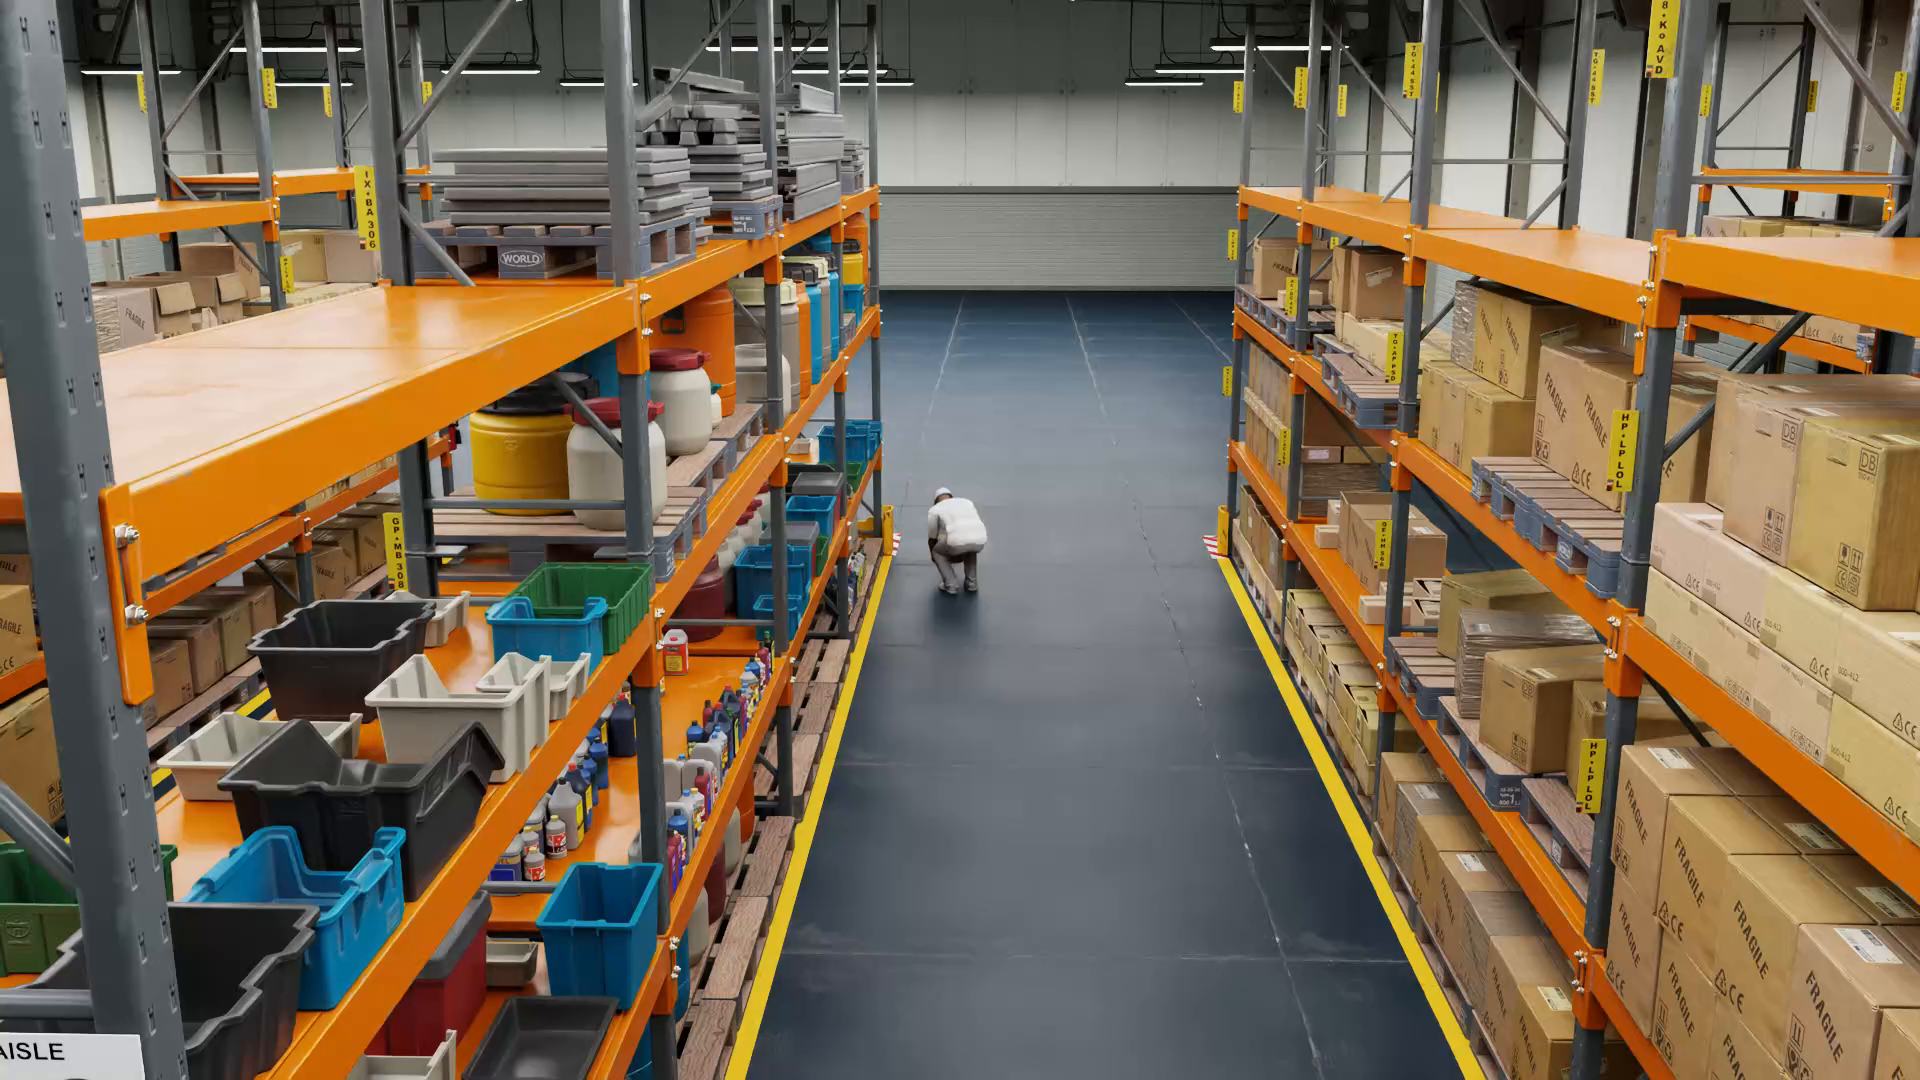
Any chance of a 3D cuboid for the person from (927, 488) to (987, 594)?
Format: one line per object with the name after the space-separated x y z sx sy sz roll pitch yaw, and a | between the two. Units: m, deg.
-0.059 0.008 17.525 0.530 1.004 0.954 -5 15 -19 | person
